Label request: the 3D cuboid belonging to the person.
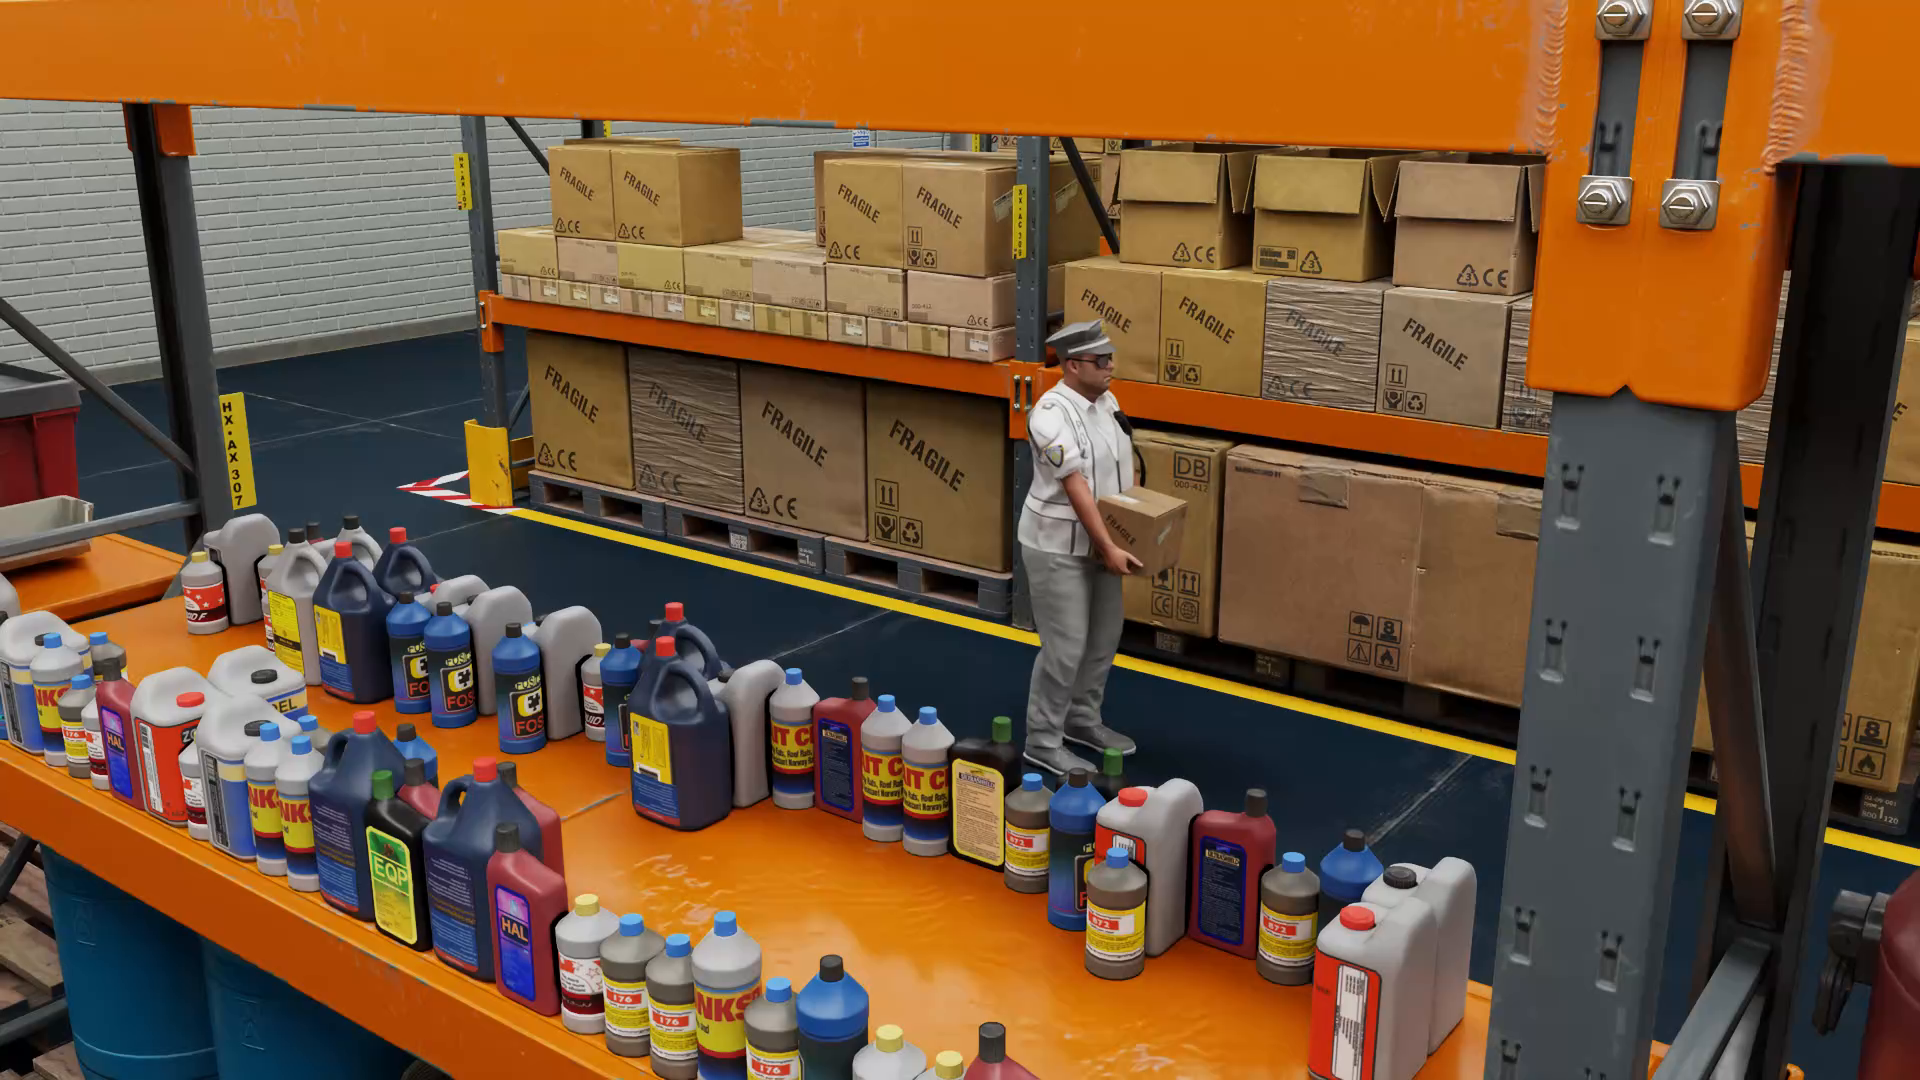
[{"bbox_3d":[0.528,0.031,6.404,0.566,1.767,0.490,12,20,34],"label":"person"}]
